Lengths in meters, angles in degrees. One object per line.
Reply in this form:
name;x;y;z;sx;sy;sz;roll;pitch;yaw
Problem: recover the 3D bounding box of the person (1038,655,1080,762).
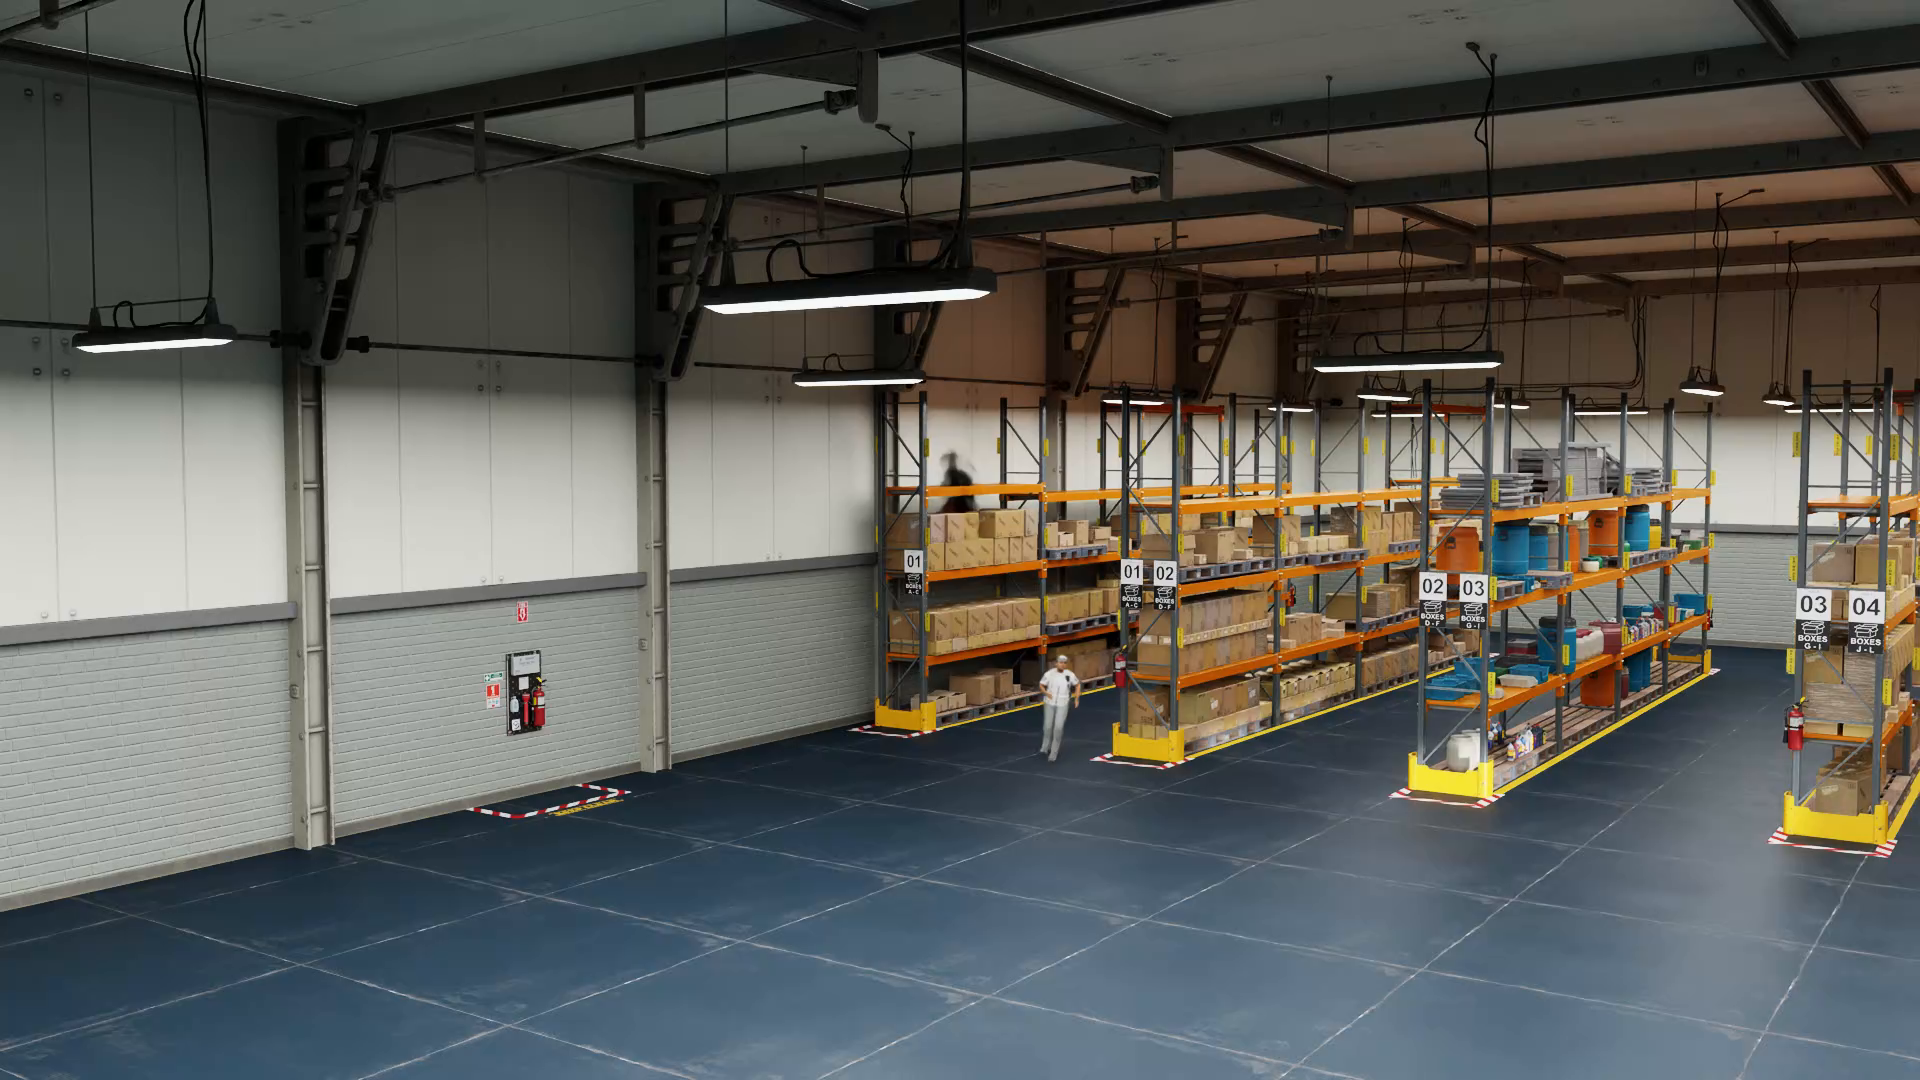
person;1.595;2.692;26.828;0.666;1.695;0.705;0;3;8
